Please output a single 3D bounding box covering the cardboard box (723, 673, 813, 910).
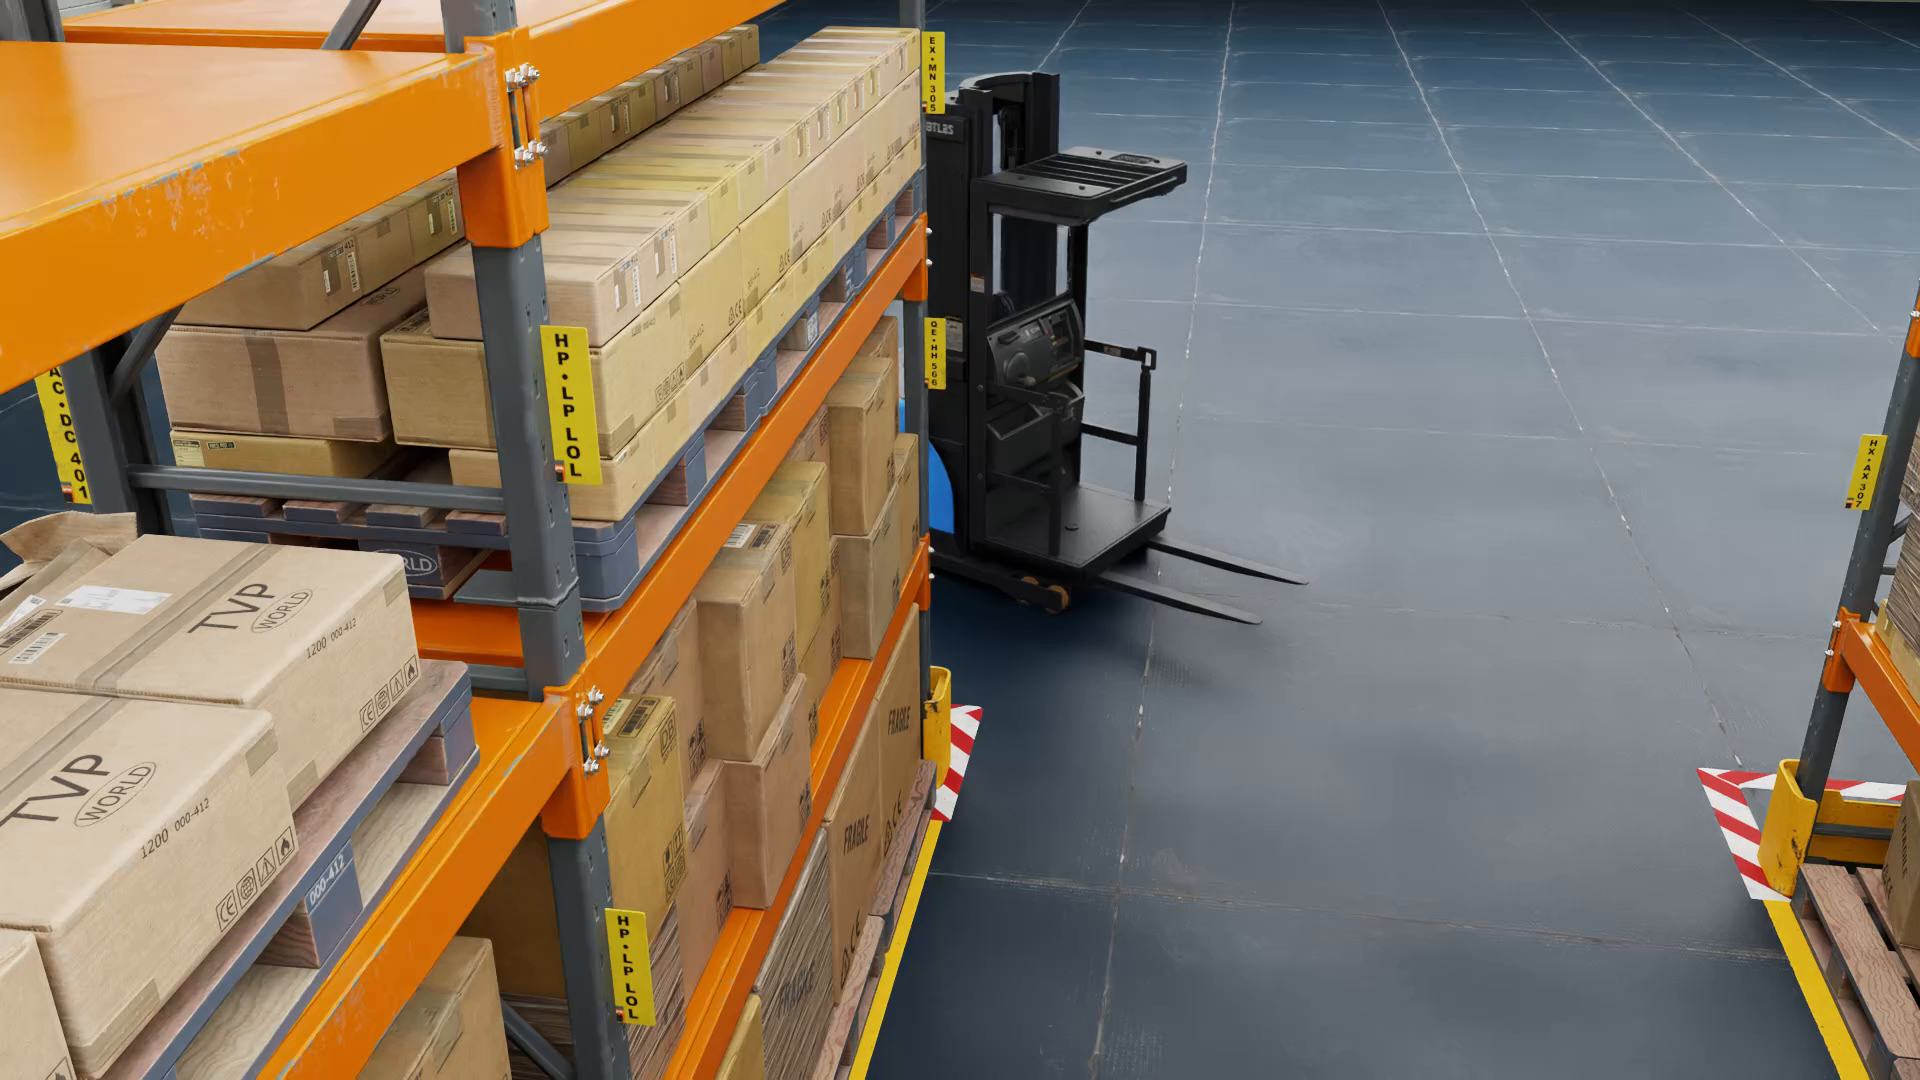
[{"bbox_3d":[-0.979,0.769,5.392,0.875,0.550,0.550,4,25,9],"label":"cardboard box"}]

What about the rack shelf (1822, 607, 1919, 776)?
[{"bbox_3d":[3.905,1.317,5.247,1.077,0.370,4.000,4,25,9],"label":"rack shelf"}]

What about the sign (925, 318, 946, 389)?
[{"bbox_3d":[-0.112,-0.820,7.318,0.100,0.325,0.005,4,25,9],"label":"sign"}]

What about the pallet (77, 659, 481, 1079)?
[{"bbox_3d":[-1.400,0.556,2.710,0.805,0.209,1.217,3,25,6],"label":"pallet"}]

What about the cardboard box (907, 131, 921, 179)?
[{"bbox_3d":[-0.365,-1.549,6.666,0.380,0.149,0.250,4,25,8],"label":"cardboard box"}]

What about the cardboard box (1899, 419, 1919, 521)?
[{"bbox_3d":[3.873,-0.267,6.135,0.500,0.500,0.500,4,25,9],"label":"cardboard box"}]

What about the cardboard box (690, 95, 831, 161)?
[{"bbox_3d":[-0.615,-1.271,5.130,0.380,0.149,0.250,4,25,9],"label":"cardboard box"}]

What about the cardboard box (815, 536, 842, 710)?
[{"bbox_3d":[-0.945,0.316,6.360,0.875,0.550,0.550,4,25,9],"label":"cardboard box"}]

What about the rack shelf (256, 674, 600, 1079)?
[{"bbox_3d":[-1.626,1.245,1.862,1.077,0.370,4.000,4,25,9],"label":"rack shelf"}]

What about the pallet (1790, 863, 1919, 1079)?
[{"bbox_3d":[4.051,1.786,6.685,1.003,0.211,1.213,4,25,9],"label":"pallet"}]

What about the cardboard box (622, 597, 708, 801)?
[{"bbox_3d":[-1.230,0.494,4.705,0.875,0.550,0.550,4,25,9],"label":"cardboard box"}]

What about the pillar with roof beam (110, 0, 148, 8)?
[{"bbox_3d":[-5.238,-8.083,17.405,9.100,9.000,0.400,4,25,9],"label":"pillar with roof beam"}]

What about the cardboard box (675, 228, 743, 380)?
[{"bbox_3d":[-0.862,-0.616,4.201,0.500,0.250,0.500,4,25,8],"label":"cardboard box"}]

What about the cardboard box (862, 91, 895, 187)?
[{"bbox_3d":[-0.532,-1.459,6.003,0.500,0.250,0.500,4,25,9],"label":"cardboard box"}]

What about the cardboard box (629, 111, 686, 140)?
[{"bbox_3d":[-1.141,-1.285,5.631,0.500,0.250,0.500,4,25,8],"label":"cardboard box"}]

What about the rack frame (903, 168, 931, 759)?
[{"bbox_3d":[-0.645,-0.232,7.706,1.000,3.000,0.127,4,25,9],"label":"rack frame"}]

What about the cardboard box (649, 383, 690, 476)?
[{"bbox_3d":[-0.864,-0.276,3.946,0.380,0.149,0.250,4,25,9],"label":"cardboard box"}]

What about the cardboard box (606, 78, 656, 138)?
[{"bbox_3d":[-1.223,-1.424,5.458,0.380,0.149,0.250,4,25,8],"label":"cardboard box"}]

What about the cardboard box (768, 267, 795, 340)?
[{"bbox_3d":[-0.698,-0.700,4.853,0.380,0.149,0.250,4,25,9],"label":"cardboard box"}]

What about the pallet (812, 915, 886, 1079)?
[{"bbox_3d":[-0.901,1.880,6.485,1.003,0.211,1.213,4,25,9],"label":"pallet"}]

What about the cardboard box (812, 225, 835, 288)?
[{"bbox_3d":[-0.615,-0.911,5.304,0.380,0.149,0.250,4,25,9],"label":"cardboard box"}]

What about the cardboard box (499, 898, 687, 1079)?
[{"bbox_3d":[-1.251,1.218,4.432,0.875,0.550,0.550,4,25,9],"label":"cardboard box"}]

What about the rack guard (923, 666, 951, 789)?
[{"bbox_3d":[-0.641,0.891,8.258,1.175,0.500,0.348,4,25,9],"label":"rack guard"}]

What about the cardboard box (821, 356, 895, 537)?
[{"bbox_3d":[-0.743,-0.400,6.615,0.875,0.550,0.550,4,25,9],"label":"cardboard box"}]

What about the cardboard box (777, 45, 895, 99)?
[{"bbox_3d":[-0.450,-1.697,6.041,0.380,0.149,0.250,4,25,9],"label":"cardboard box"}]

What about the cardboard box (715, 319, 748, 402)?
[{"bbox_3d":[-0.780,-0.485,4.393,0.380,0.149,0.250,4,25,8],"label":"cardboard box"}]

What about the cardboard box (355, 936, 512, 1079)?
[{"bbox_3d":[-1.374,1.151,3.455,0.700,0.500,0.500,4,25,8],"label":"cardboard box"}]

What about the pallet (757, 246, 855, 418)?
[{"bbox_3d":[-0.953,-0.727,5.332,1.003,0.211,1.213,4,25,9],"label":"pallet"}]

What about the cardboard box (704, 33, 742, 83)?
[{"bbox_3d":[-1.056,-1.851,6.370,0.380,0.149,0.250,4,25,9],"label":"cardboard box"}]

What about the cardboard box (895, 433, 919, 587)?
[{"bbox_3d":[-0.661,-0.141,7.336,0.875,0.550,0.550,4,25,9],"label":"cardboard box"}]

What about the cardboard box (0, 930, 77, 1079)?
[{"bbox_3d":[-1.369,0.636,1.806,0.500,0.311,0.500,3,25,7],"label":"cardboard box"}]

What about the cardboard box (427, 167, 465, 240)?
[{"bbox_3d":[-1.430,-0.890,4.318,0.380,0.149,0.250,4,25,9],"label":"cardboard box"}]

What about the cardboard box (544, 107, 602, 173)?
[{"bbox_3d":[-1.306,-1.210,5.001,0.380,0.149,0.250,4,25,9],"label":"cardboard box"}]

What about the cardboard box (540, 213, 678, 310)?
[{"bbox_3d":[-0.864,-0.636,3.774,0.380,0.149,0.250,4,25,8],"label":"cardboard box"}]

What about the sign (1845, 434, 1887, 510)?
[{"bbox_3d":[3.696,-0.275,6.779,0.100,0.325,0.005,4,25,9],"label":"sign"}]

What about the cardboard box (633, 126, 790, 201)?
[{"bbox_3d":[-0.698,-1.061,4.683,0.380,0.149,0.250,4,25,8],"label":"cardboard box"}]

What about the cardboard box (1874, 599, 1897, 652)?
[{"bbox_3d":[3.950,0.371,6.716,0.380,0.149,0.250,4,25,9],"label":"cardboard box"}]

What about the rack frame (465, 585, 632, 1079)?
[{"bbox_3d":[-1.299,1.441,4.132,1.000,3.000,0.127,4,25,9],"label":"rack frame"}]

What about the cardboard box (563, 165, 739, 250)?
[{"bbox_3d":[-0.781,-0.847,4.226,0.380,0.149,0.250,4,25,8],"label":"cardboard box"}]

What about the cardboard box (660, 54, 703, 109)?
[{"bbox_3d":[-1.139,-1.638,5.915,0.380,0.149,0.250,4,25,9],"label":"cardboard box"}]

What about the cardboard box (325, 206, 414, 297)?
[{"bbox_3d":[-1.512,-0.681,3.870,0.380,0.149,0.250,4,25,8],"label":"cardboard box"}]

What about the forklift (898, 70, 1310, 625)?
[{"bbox_3d":[0.622,-1.147,9.743,3.031,2.935,1.130,17,30,32],"label":"forklift"}]

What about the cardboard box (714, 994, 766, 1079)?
[{"bbox_3d":[-1.127,1.955,5.045,0.875,0.875,0.875,4,25,9],"label":"cardboard box"}]

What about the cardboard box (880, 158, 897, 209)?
[{"bbox_3d":[-0.449,-1.336,6.212,0.380,0.149,0.250,4,25,9],"label":"cardboard box"}]

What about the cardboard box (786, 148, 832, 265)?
[{"bbox_3d":[-0.698,-1.038,5.105,0.500,0.250,0.500,4,25,9],"label":"cardboard box"}]

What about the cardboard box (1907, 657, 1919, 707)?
[{"bbox_3d":[3.834,0.578,6.274,0.380,0.149,0.250,4,25,9],"label":"cardboard box"}]

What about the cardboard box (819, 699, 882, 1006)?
[{"bbox_3d":[-0.833,1.197,6.666,0.875,0.875,0.875,4,25,8],"label":"cardboard box"}]

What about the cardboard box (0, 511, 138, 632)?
[{"bbox_3d":[-1.644,0.143,2.912,0.258,0.266,0.396,4,25,8],"label":"cardboard box"}]

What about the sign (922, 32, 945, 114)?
[{"bbox_3d":[-0.112,-1.912,6.807,0.100,0.325,0.005,4,25,9],"label":"sign"}]

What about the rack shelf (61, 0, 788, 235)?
[{"bbox_3d":[-0.972,-1.605,4.885,1.077,0.370,4.000,4,25,9],"label":"rack shelf"}]

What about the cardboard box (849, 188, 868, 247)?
[{"bbox_3d":[-0.532,-1.123,5.757,0.380,0.149,0.250,4,25,8],"label":"cardboard box"}]

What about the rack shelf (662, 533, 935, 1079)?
[{"bbox_3d":[-0.972,0.931,6.072,1.077,0.370,4.000,4,25,9],"label":"rack shelf"}]

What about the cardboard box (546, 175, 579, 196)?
[{"bbox_3d":[-1.305,-0.864,4.731,0.500,0.250,0.500,4,25,8],"label":"cardboard box"}]

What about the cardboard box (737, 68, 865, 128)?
[{"bbox_3d":[-0.533,-1.484,5.587,0.380,0.149,0.250,4,25,9],"label":"cardboard box"}]

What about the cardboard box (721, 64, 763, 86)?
[{"bbox_3d":[-0.977,-1.708,6.536,0.500,0.250,0.500,4,25,8],"label":"cardboard box"}]

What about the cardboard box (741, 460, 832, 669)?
[{"bbox_3d":[-0.927,0.056,5.642,0.875,0.550,0.500,4,25,9],"label":"cardboard box"}]

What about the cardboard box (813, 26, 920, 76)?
[{"bbox_3d":[-0.366,-1.909,6.493,0.380,0.149,0.250,4,25,9],"label":"cardboard box"}]

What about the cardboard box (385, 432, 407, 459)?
[{"bbox_3d":[-1.514,-0.319,4.037,0.380,0.149,0.250,4,25,9],"label":"cardboard box"}]

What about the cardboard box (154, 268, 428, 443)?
[{"bbox_3d":[-1.472,-0.443,3.833,0.500,0.250,0.500,4,25,8],"label":"cardboard box"}]
